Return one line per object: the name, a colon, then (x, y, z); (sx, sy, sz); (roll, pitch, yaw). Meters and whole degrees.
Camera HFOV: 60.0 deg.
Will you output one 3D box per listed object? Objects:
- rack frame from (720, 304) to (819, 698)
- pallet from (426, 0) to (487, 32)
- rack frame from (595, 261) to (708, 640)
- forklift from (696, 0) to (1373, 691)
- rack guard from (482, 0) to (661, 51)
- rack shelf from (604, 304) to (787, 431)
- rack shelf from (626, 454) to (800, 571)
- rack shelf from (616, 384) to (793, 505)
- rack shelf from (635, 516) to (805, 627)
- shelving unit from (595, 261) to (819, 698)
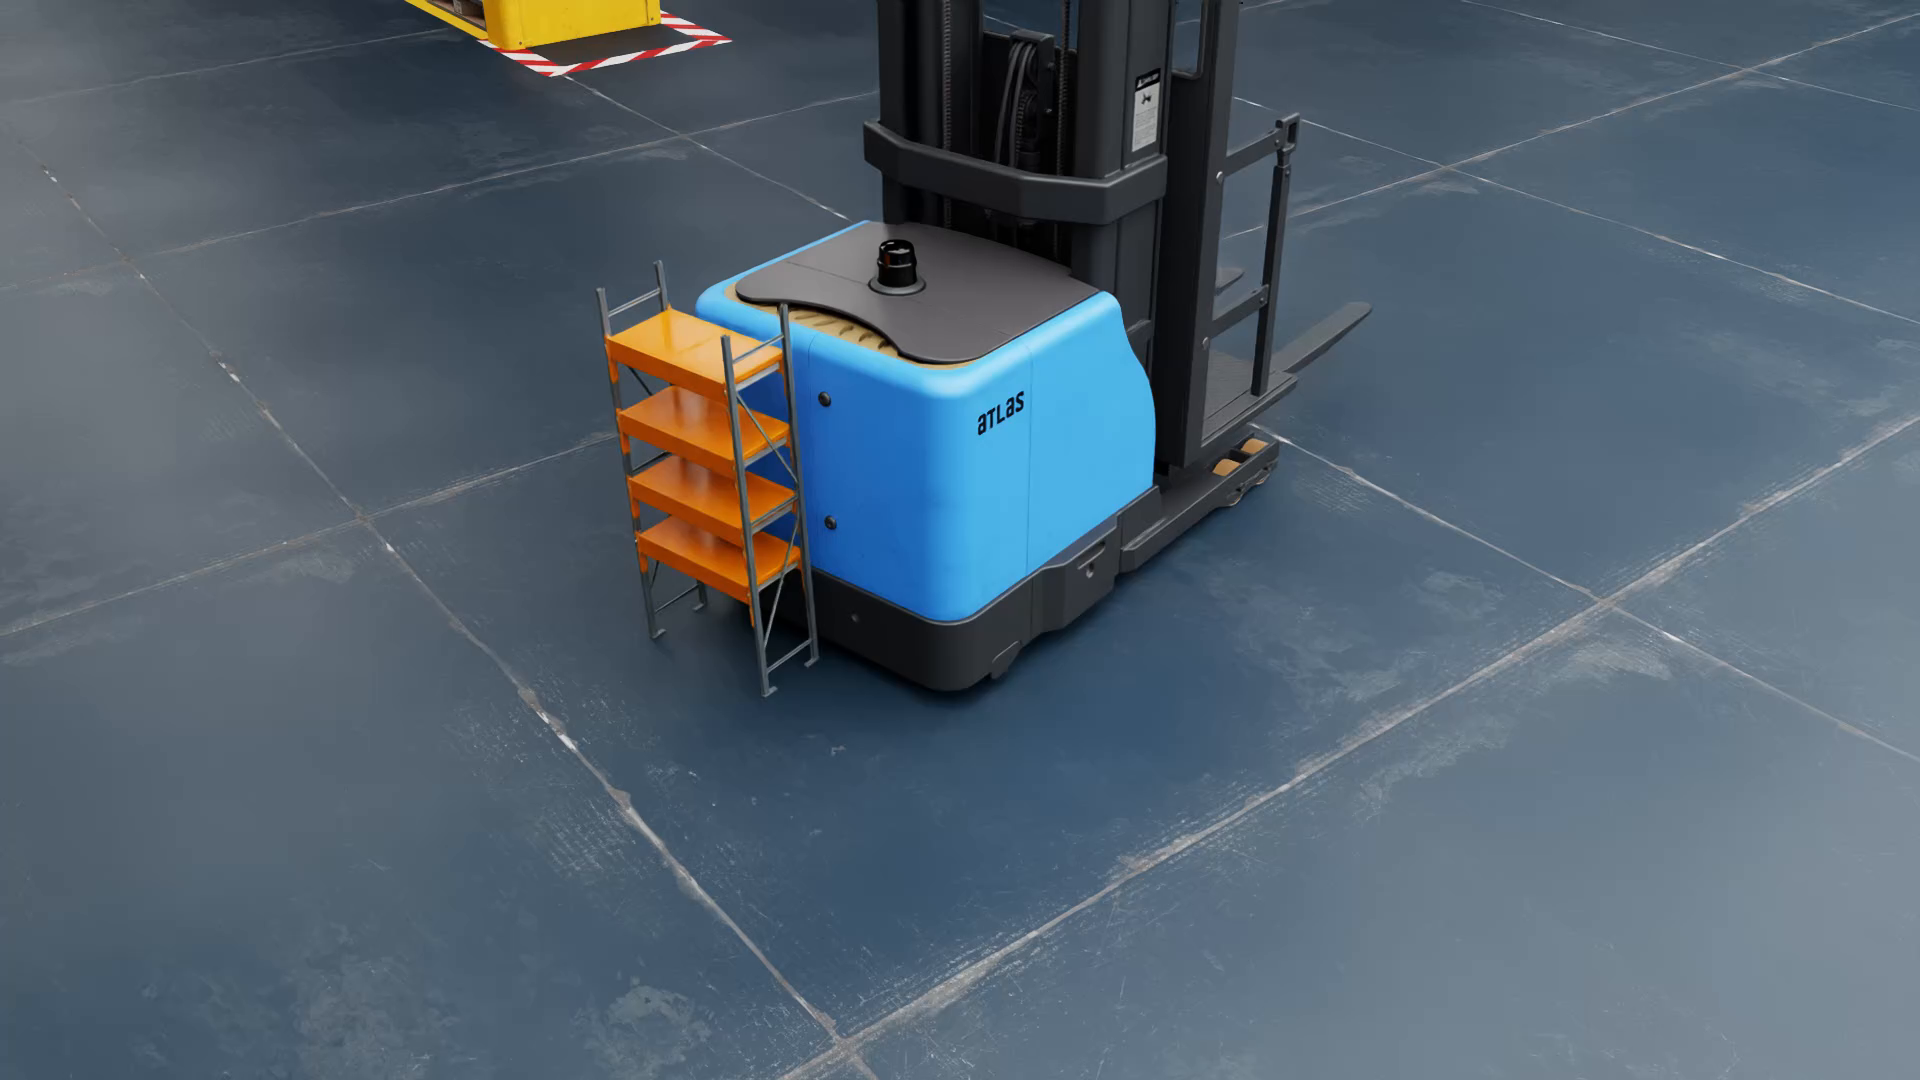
rack frame: (-0.530, -0.081, 4.734); (0.015, 1.200, 0.240); (23, 41, 32)
pallet: (-3.106, -3.894, 11.819); (1.003, 0.211, 1.213); (-22, 38, -31)
rack frame: (-0.912, -0.241, 4.992); (0.015, 1.200, 0.240); (23, 41, 32)
forklift: (0.511, -1.513, 5.408); (1.130, 2.935, 3.031); (23, 38, 32)
rack guard: (-2.612, -3.676, 11.195); (1.175, 0.500, 0.348); (-22, 38, -31)
rack shelf: (-0.731, -0.489, 4.646); (0.480, 0.148, 0.258); (23, 41, 32)
rack shelf: (-0.719, -0.105, 4.900); (0.480, 0.148, 0.258); (23, 41, 32)
rack shelf: (-0.725, -0.292, 4.776); (0.480, 0.148, 0.258); (23, 41, 32)
rack shelf: (-0.715, 0.060, 5.010); (0.480, 0.148, 0.258); (23, 41, 32)
shelving unit: (-0.721, -0.161, 4.863); (0.503, 1.200, 0.258); (23, 41, 32)
